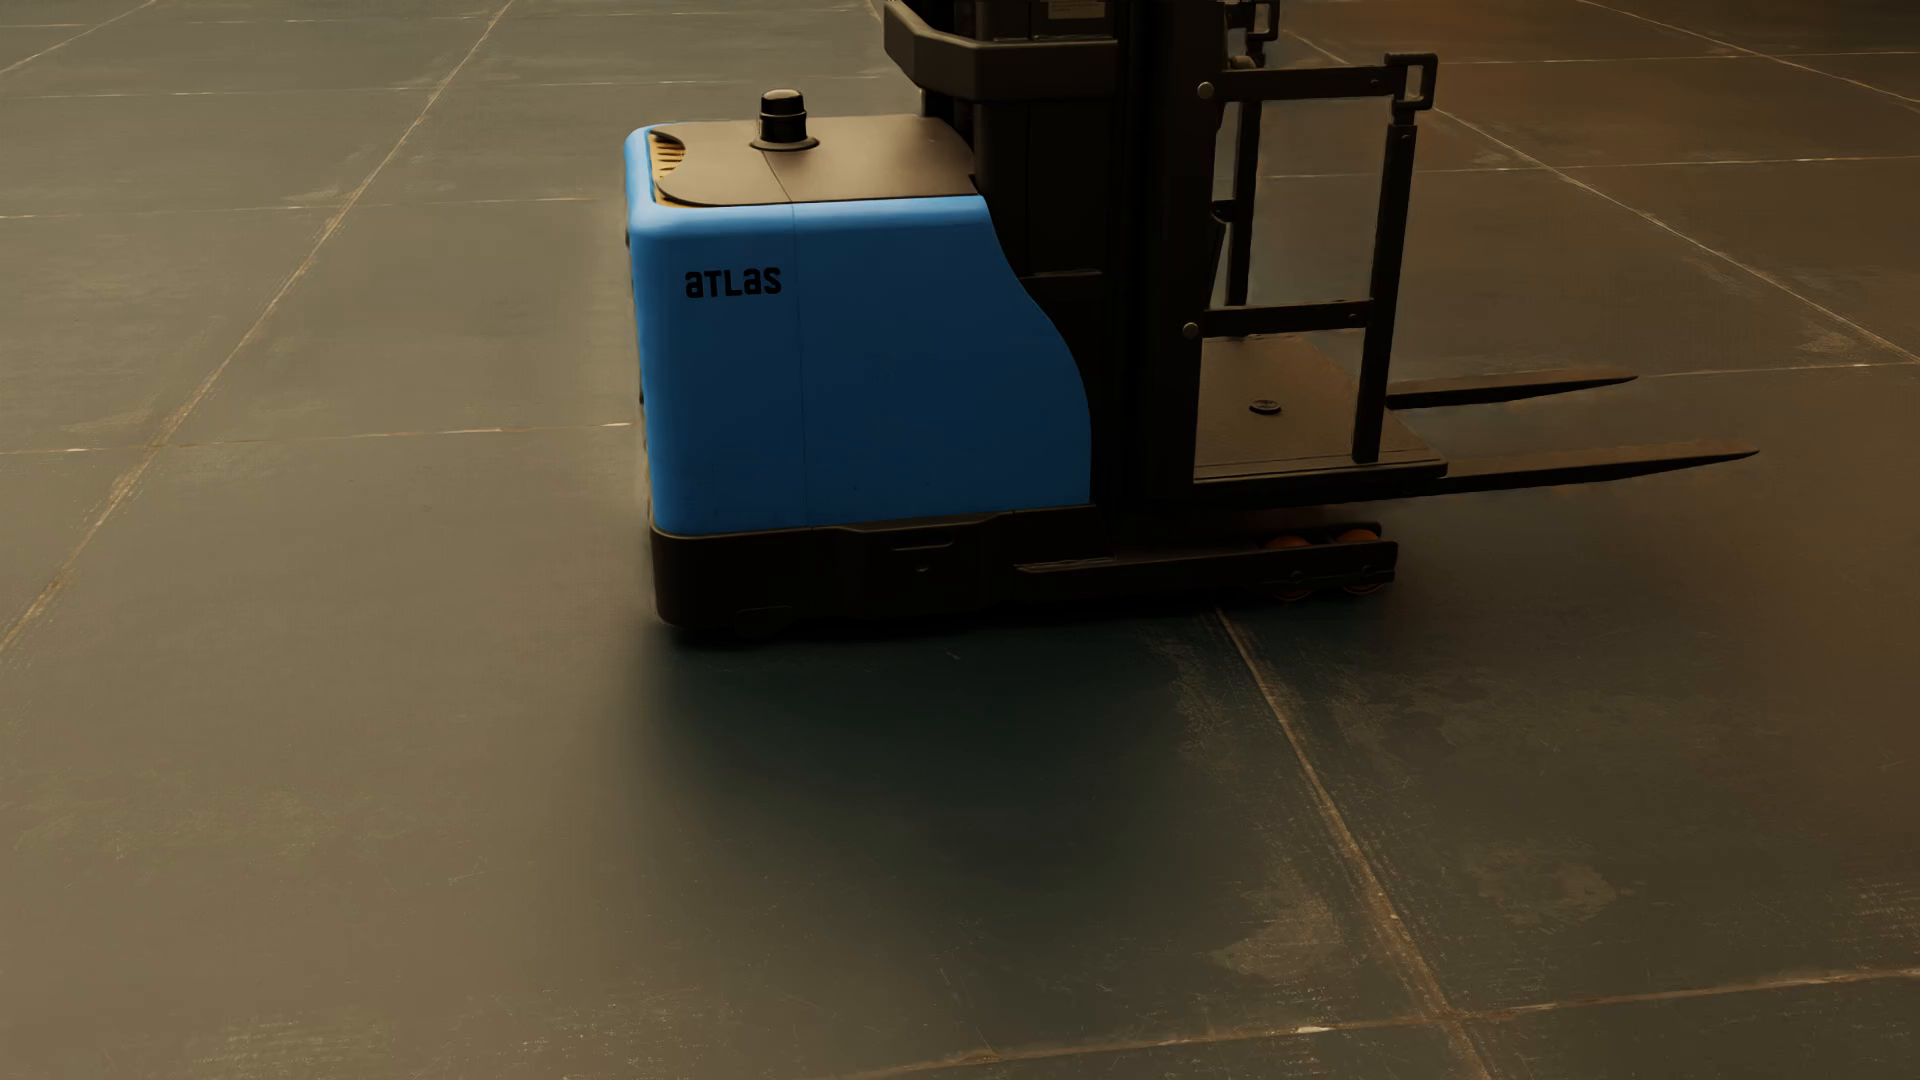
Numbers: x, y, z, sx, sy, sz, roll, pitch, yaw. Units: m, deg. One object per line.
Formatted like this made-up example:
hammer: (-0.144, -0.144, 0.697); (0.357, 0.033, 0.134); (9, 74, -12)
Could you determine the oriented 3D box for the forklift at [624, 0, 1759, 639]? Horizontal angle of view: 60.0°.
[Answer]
forklift: (0.665, -1.384, 4.101); (3.031, 2.935, 1.130); (-5, 26, -10)
